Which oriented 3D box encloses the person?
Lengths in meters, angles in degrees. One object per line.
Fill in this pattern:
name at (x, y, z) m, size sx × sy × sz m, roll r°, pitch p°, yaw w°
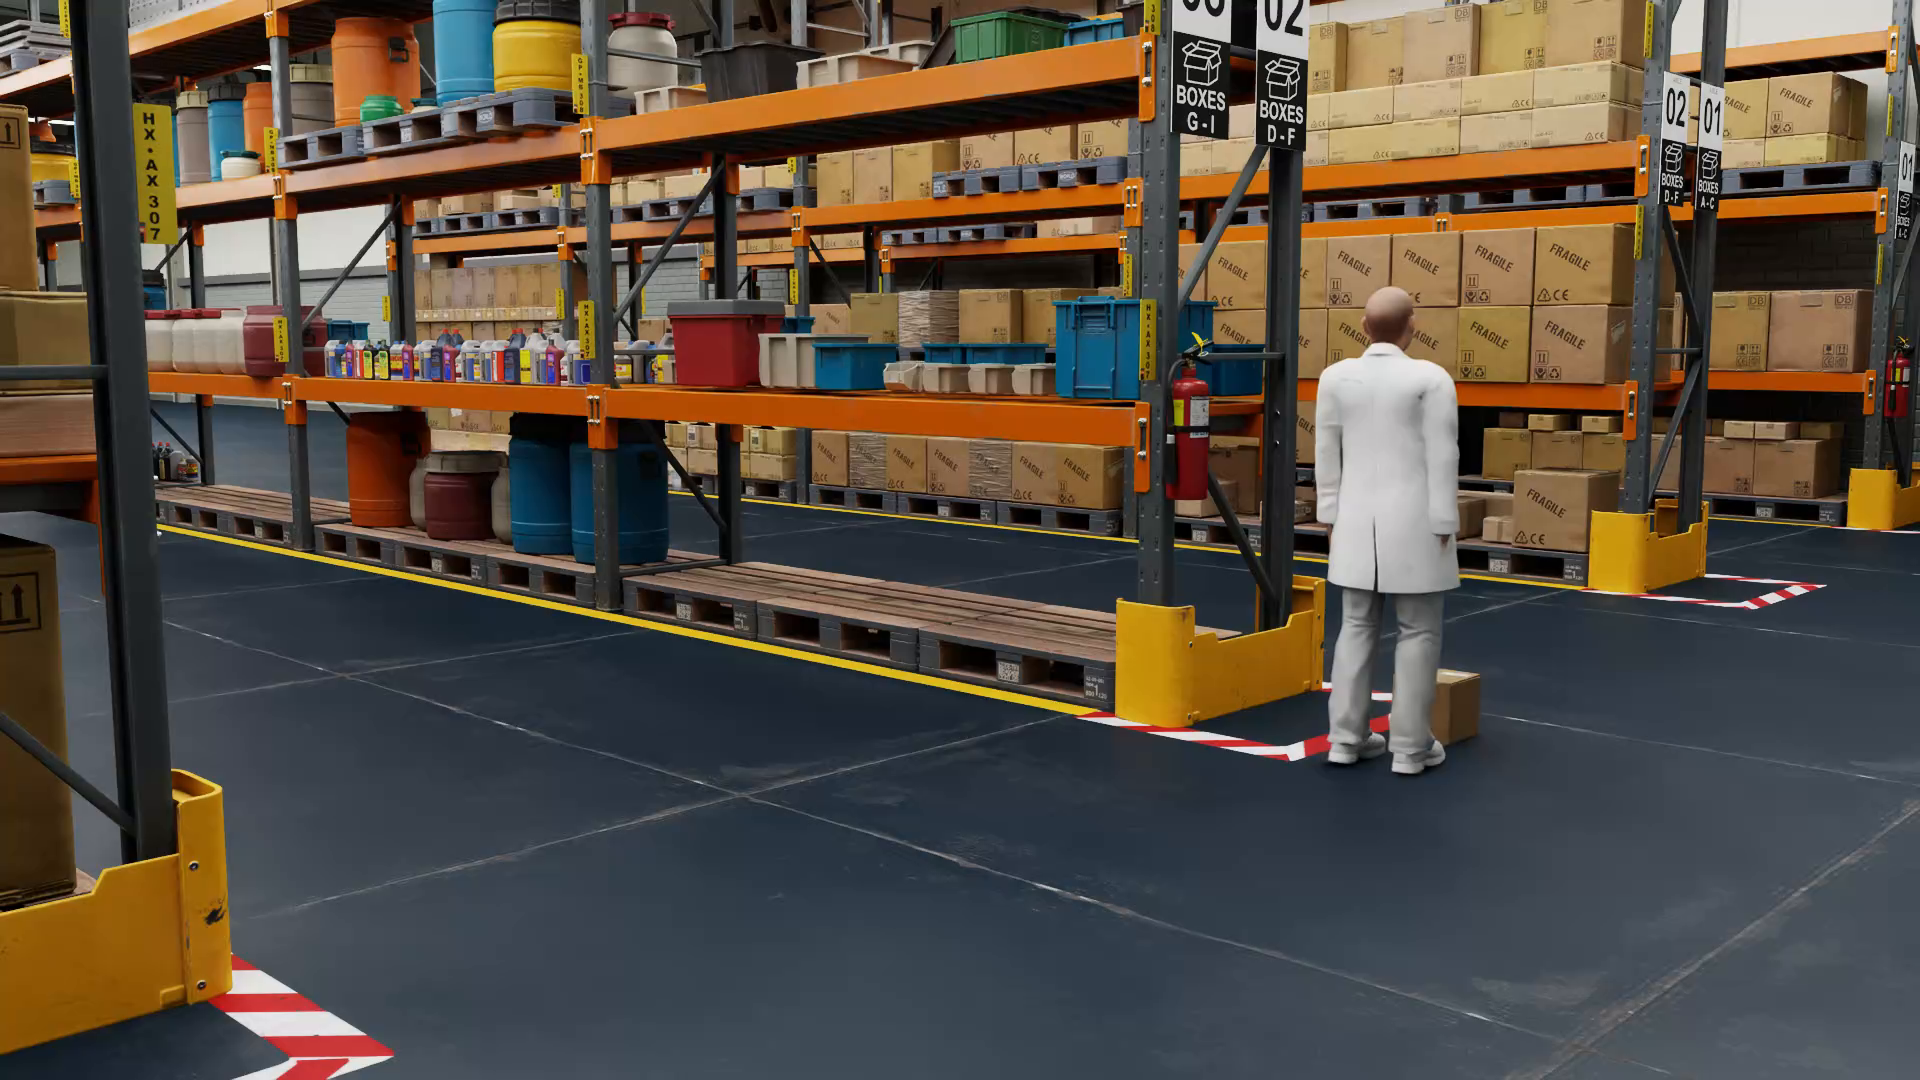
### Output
person at (1.591, -0.042, 6.197) m, size 0.562 × 1.774 × 0.379 m, roll 6°, pitch 9°, yaw 39°
